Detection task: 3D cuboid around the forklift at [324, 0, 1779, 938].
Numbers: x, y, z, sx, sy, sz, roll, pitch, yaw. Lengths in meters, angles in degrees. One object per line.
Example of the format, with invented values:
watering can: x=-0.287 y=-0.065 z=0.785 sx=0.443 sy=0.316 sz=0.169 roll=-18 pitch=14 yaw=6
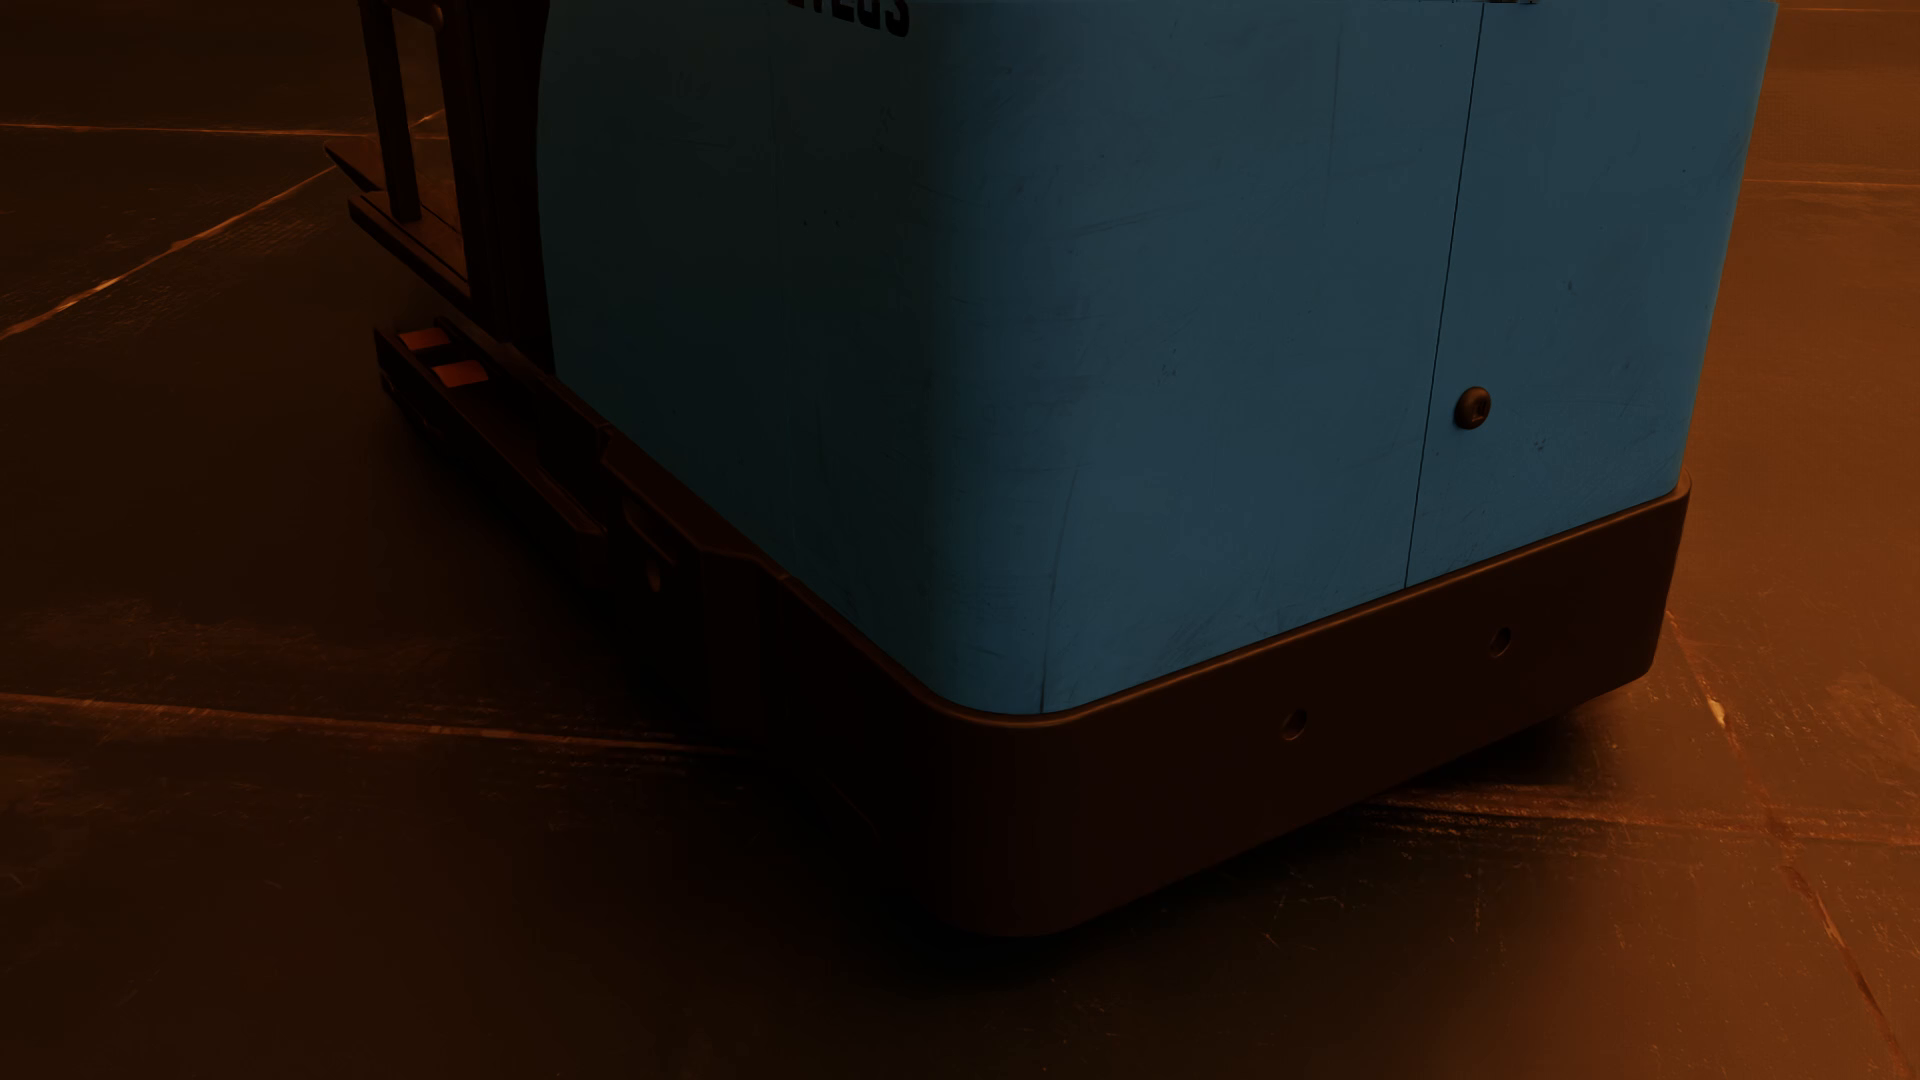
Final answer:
forklift: x=-0.360 y=-1.545 z=2.314 sx=1.130 sy=2.935 sz=3.031 roll=-16 pitch=31 yaw=-29
